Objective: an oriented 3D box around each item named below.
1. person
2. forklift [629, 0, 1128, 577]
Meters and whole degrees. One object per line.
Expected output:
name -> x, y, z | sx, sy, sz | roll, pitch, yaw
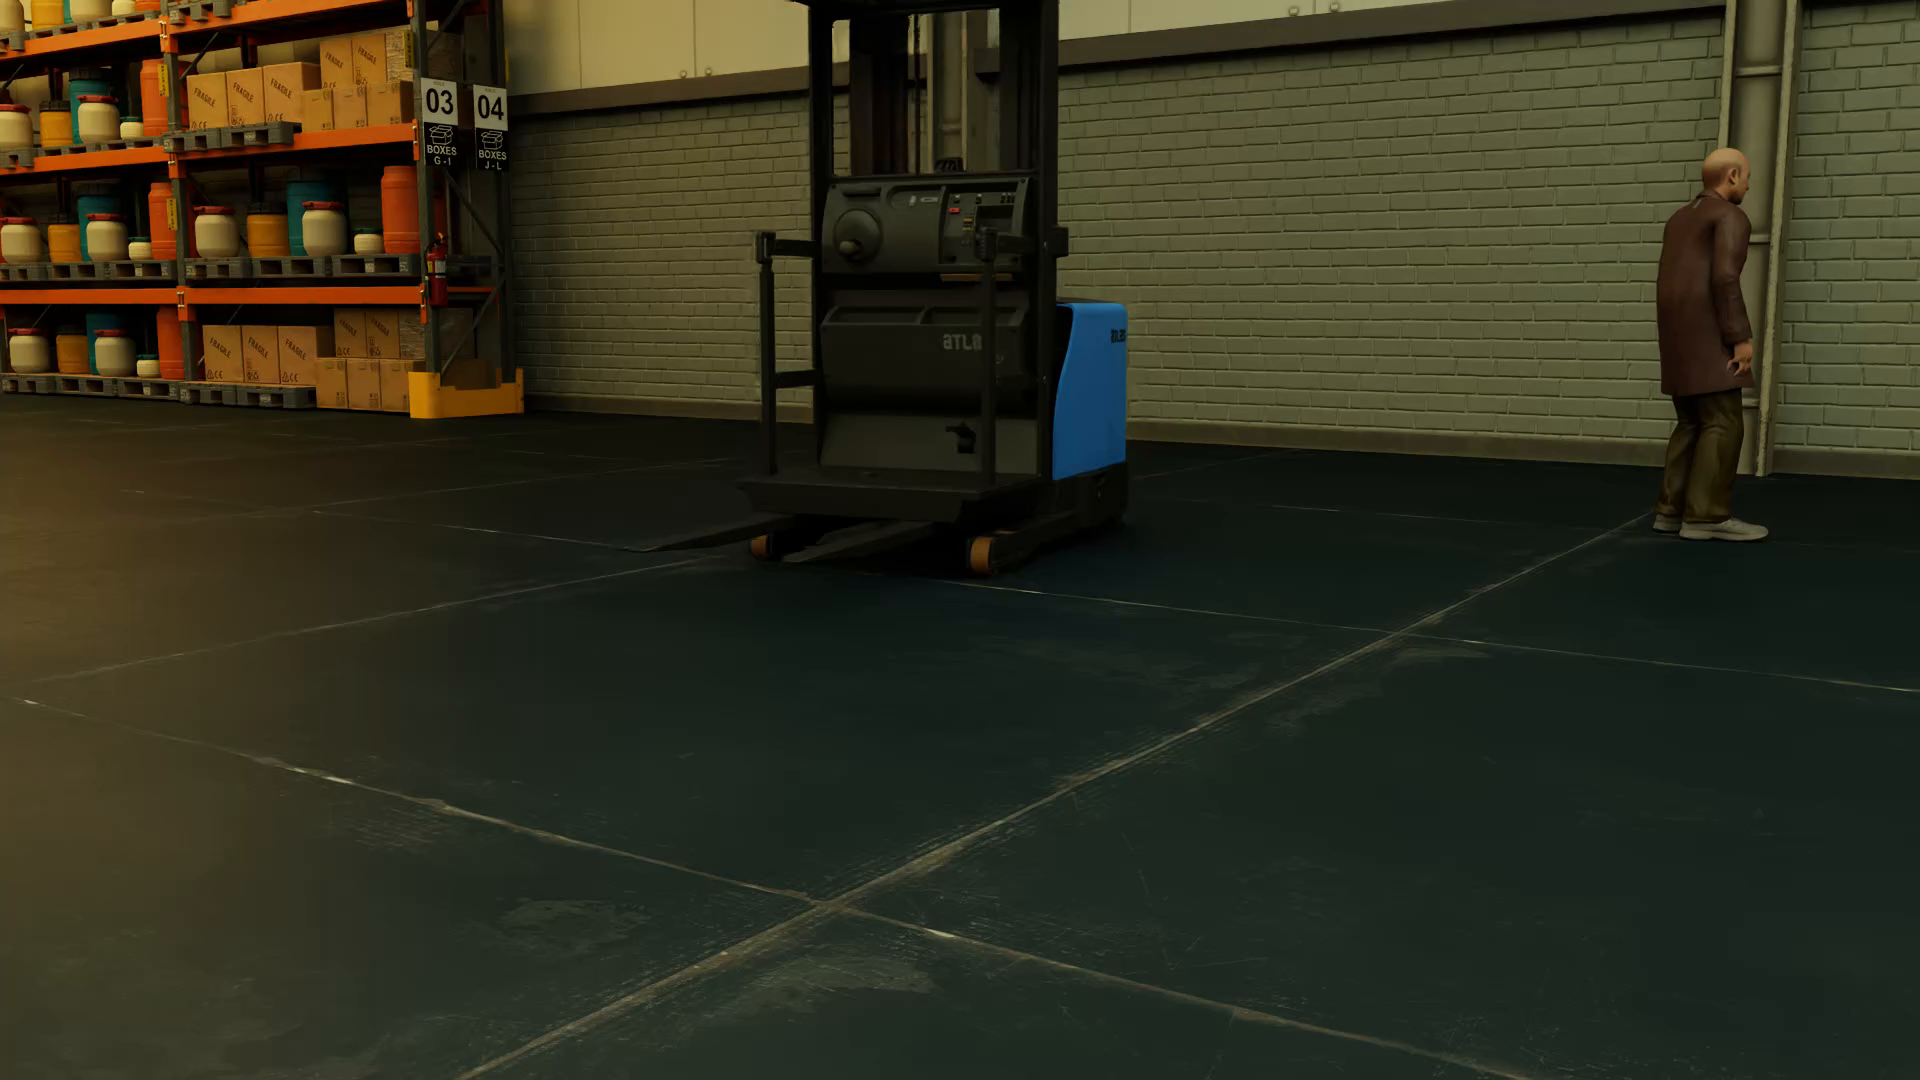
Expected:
person -> 3.448, -0.848, 7.677 | 0.435, 1.657, 0.643 | -1, 8, -4
forklift -> -0.237, -1.371, 6.837 | 1.130, 2.935, 3.031 | 4, 9, 23
